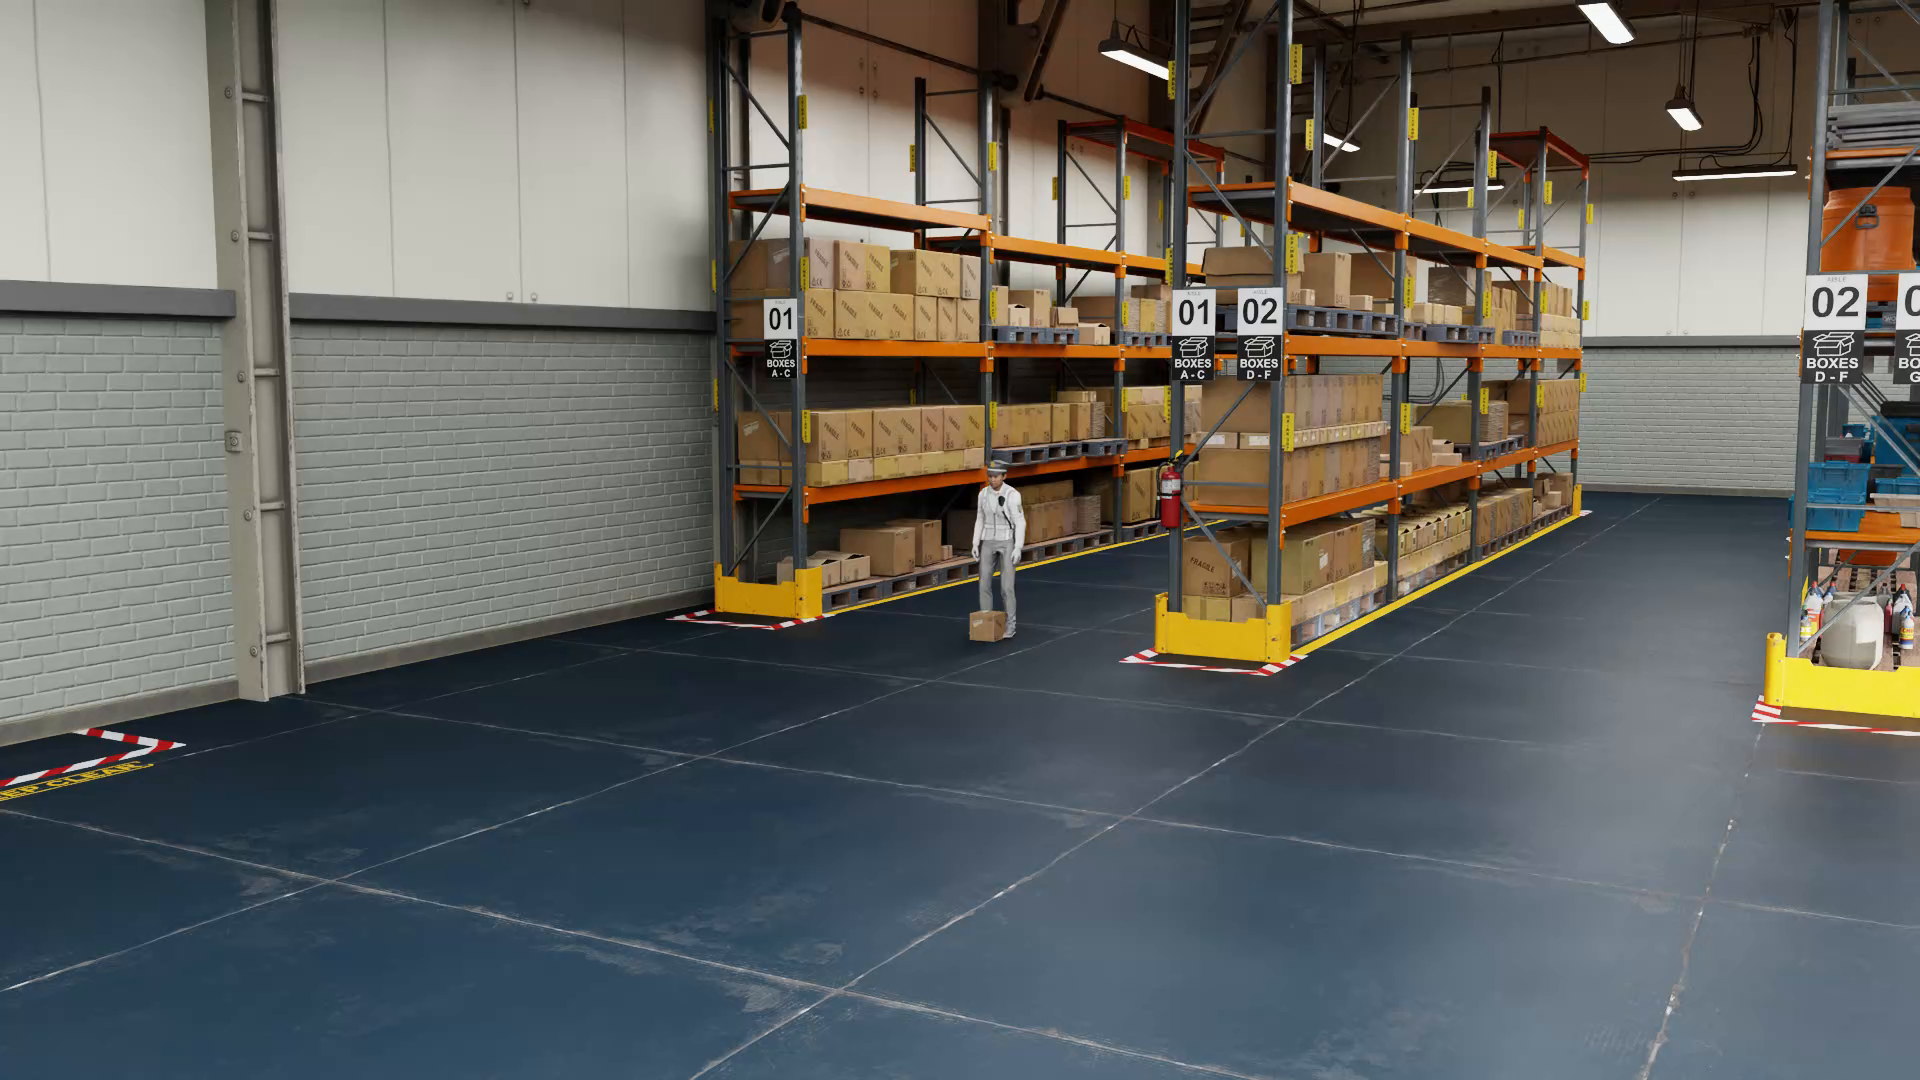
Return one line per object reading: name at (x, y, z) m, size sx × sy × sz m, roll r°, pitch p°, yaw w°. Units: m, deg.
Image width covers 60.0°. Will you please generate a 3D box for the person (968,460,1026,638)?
person at (0.361, 0.075, 15.639) m, size 0.530 × 1.664 × 0.371 m, roll 3°, pitch 7°, yaw 29°
